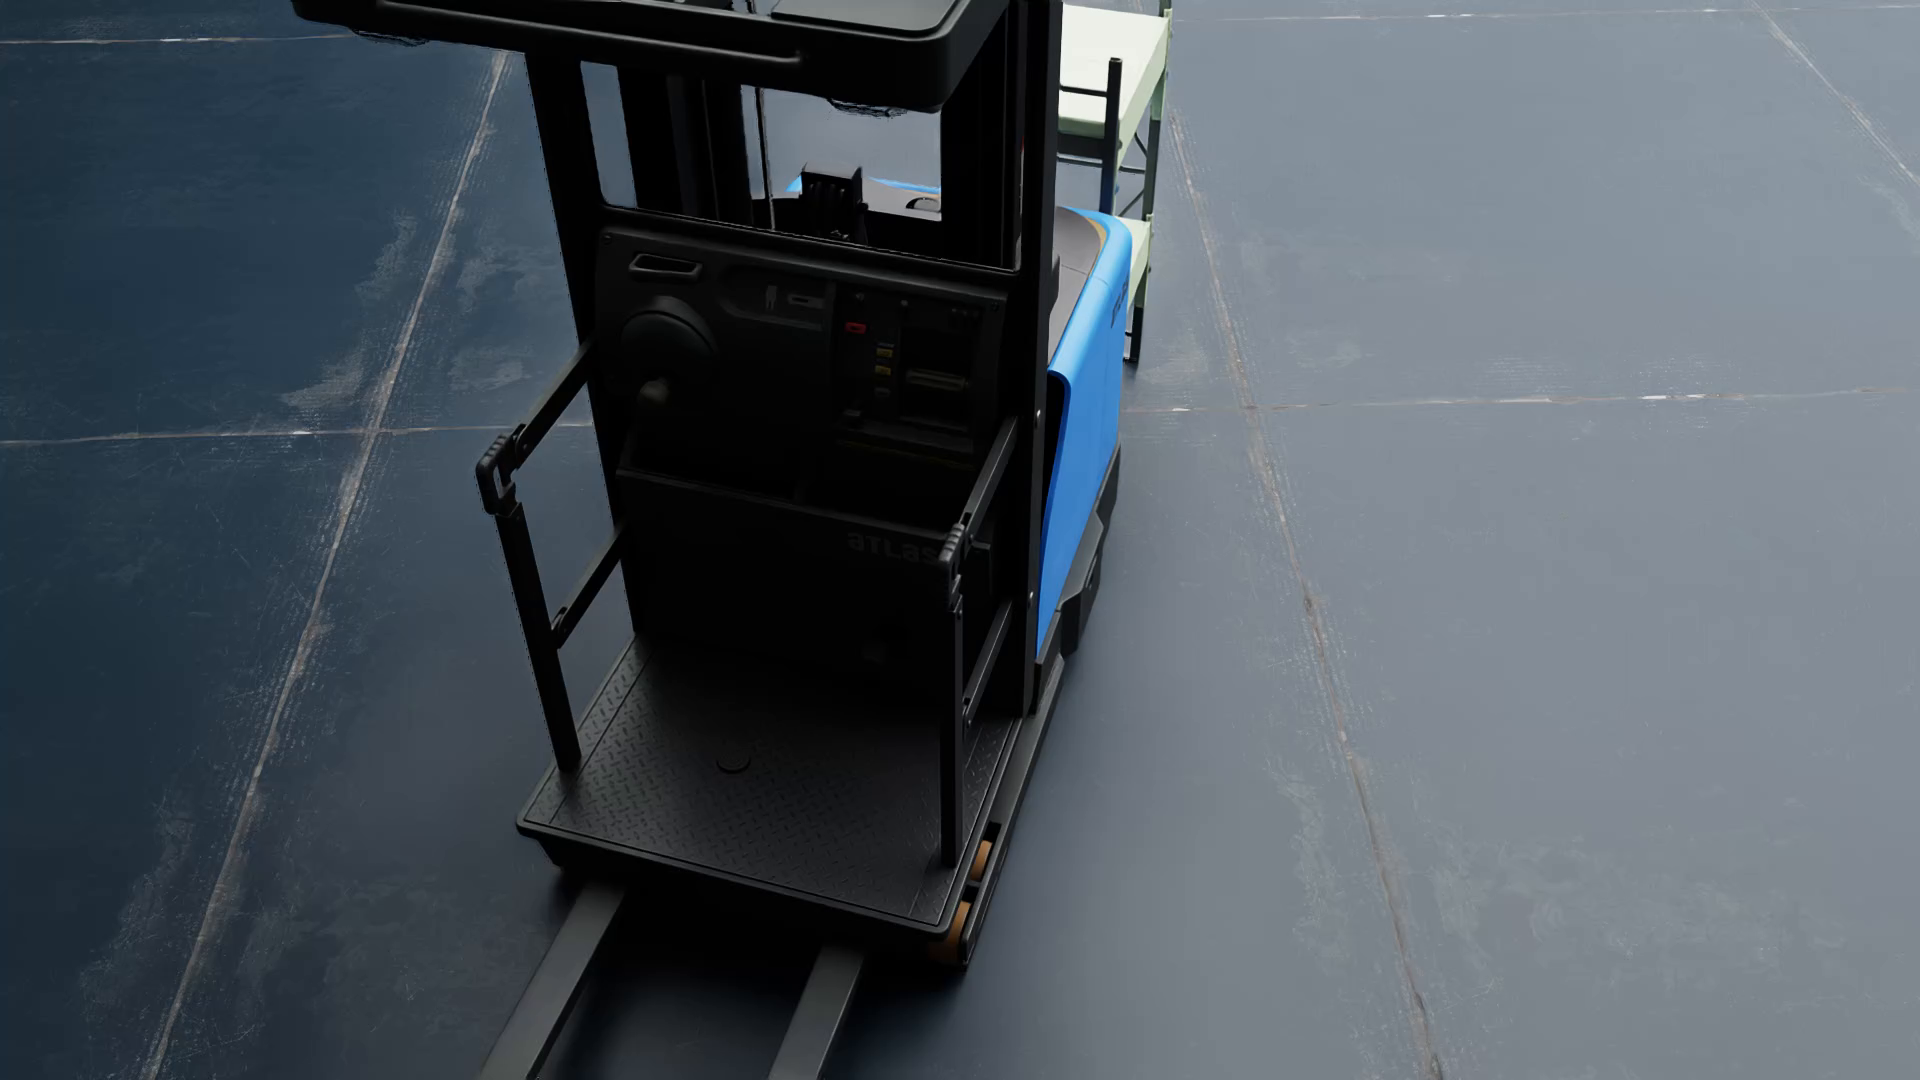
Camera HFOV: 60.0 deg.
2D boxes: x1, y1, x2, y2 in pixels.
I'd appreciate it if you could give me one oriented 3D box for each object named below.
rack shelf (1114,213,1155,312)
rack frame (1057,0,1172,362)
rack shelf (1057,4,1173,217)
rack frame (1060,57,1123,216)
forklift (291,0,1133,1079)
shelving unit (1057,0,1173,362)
[{"bbox_3d":[0.345,-0.759,5.450,0.431,0.370,0.720,11,44,12],"label":"rack shelf"},{"bbox_3d":[0.451,-1.236,5.488,0.400,1.500,0.023,11,44,12],"label":"rack frame"},{"bbox_3d":[0.345,-1.287,4.966,0.431,0.370,0.720,11,44,12],"label":"rack shelf"},{"bbox_3d":[0.240,-0.762,4.972,0.400,1.500,0.023,11,44,12],"label":"rack frame"},{"bbox_3d":[-0.416,-0.339,3.450,1.130,2.935,3.031,12,44,12],"label":"forklift"},{"bbox_3d":[0.345,-0.999,5.230,0.431,1.500,0.755,11,44,12],"label":"shelving unit"}]
